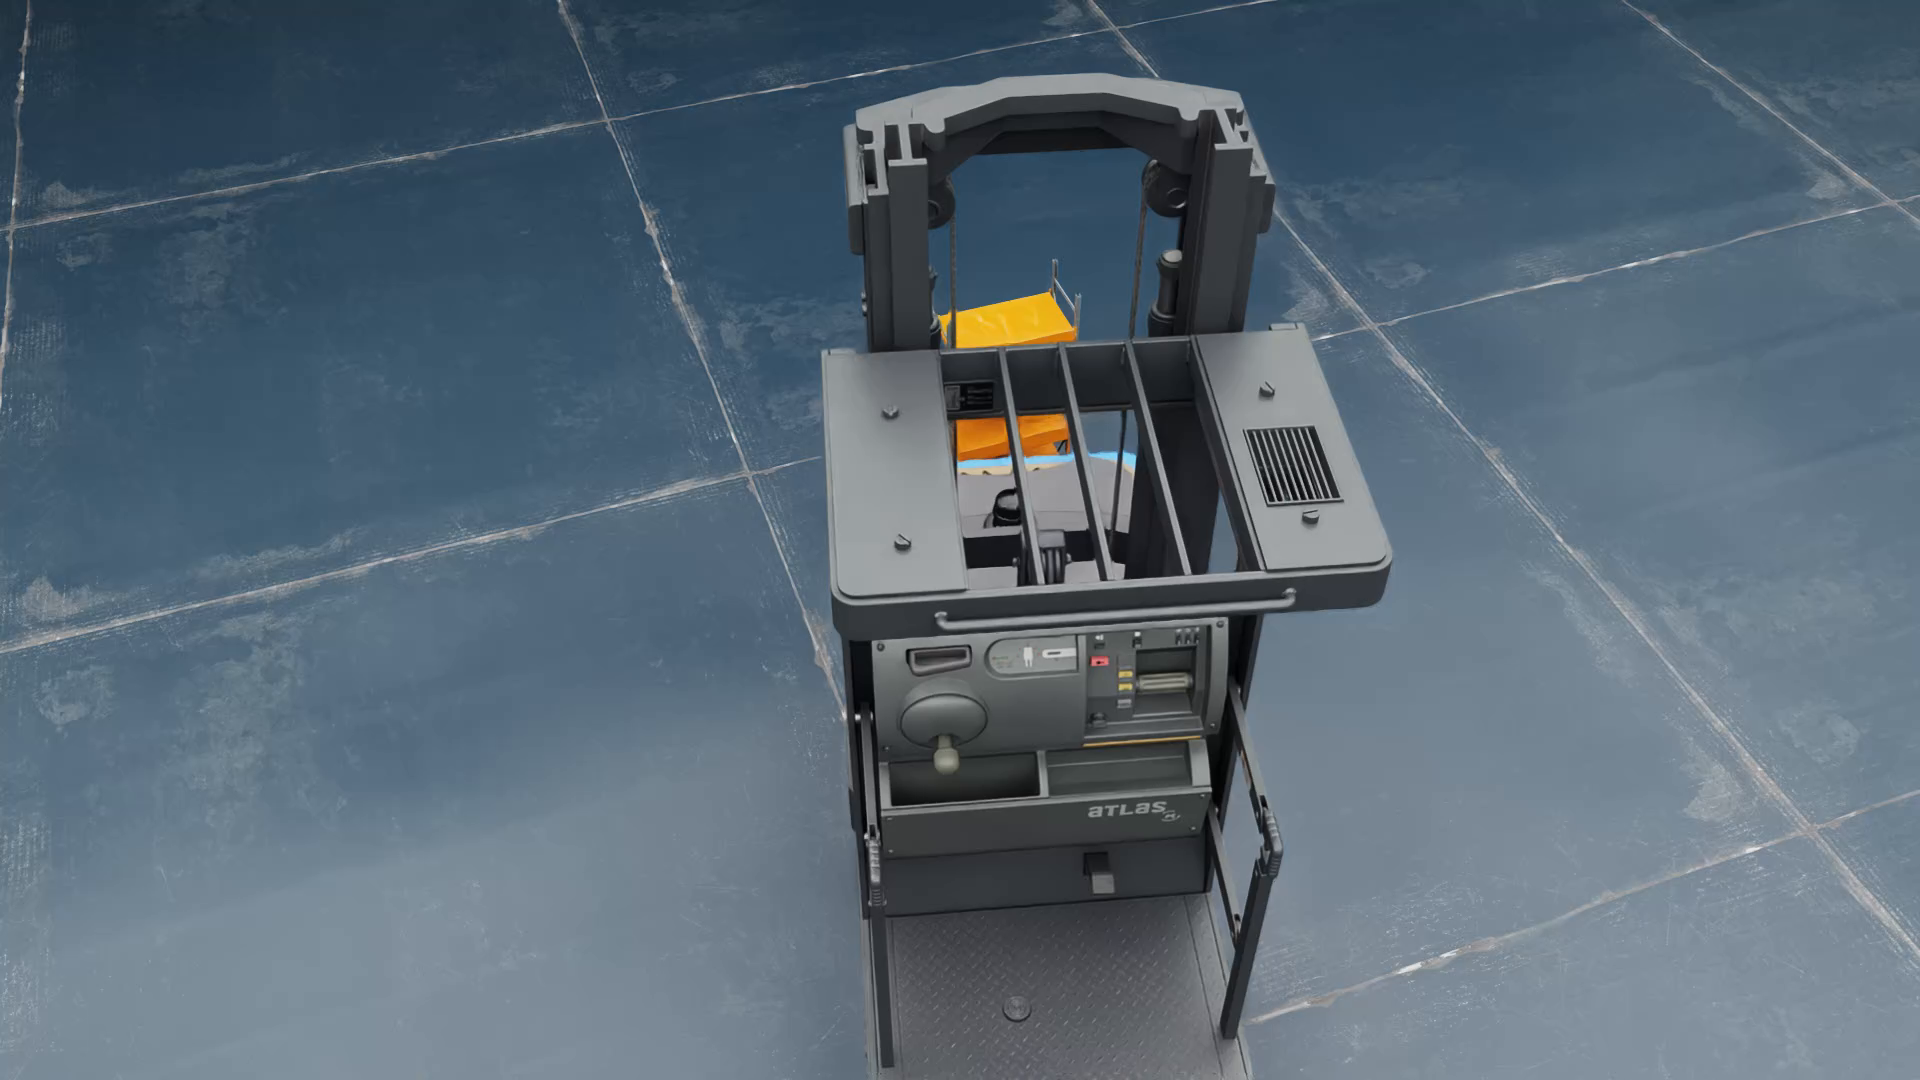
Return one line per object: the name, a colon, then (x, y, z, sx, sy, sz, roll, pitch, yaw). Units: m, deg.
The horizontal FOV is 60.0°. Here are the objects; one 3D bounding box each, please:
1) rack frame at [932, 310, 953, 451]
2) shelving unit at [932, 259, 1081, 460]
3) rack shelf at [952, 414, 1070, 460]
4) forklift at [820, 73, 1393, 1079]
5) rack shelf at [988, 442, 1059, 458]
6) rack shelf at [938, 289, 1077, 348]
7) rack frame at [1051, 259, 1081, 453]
rack frame: (-0.074, -0.405, 6.306, 0.015, 1.200, 0.240, -14, 47, -14)
shelving unit: (0.156, -0.463, 6.365, 0.503, 1.200, 0.258, -14, 47, -14)
rack shelf: (0.156, -0.416, 6.412, 0.480, 0.148, 0.258, -14, 47, -14)
forklift: (0.259, 0.487, 4.195, 1.130, 2.935, 3.031, -4, 45, -4)
rack shelf: (0.156, -0.276, 6.553, 0.480, 0.148, 0.258, -14, 47, -14)
rack shelf: (0.156, -0.741, 6.086, 0.480, 0.148, 0.258, -14, 47, -14)
rack frame: (0.385, -0.522, 6.423, 0.015, 1.200, 0.240, -14, 47, -14)
